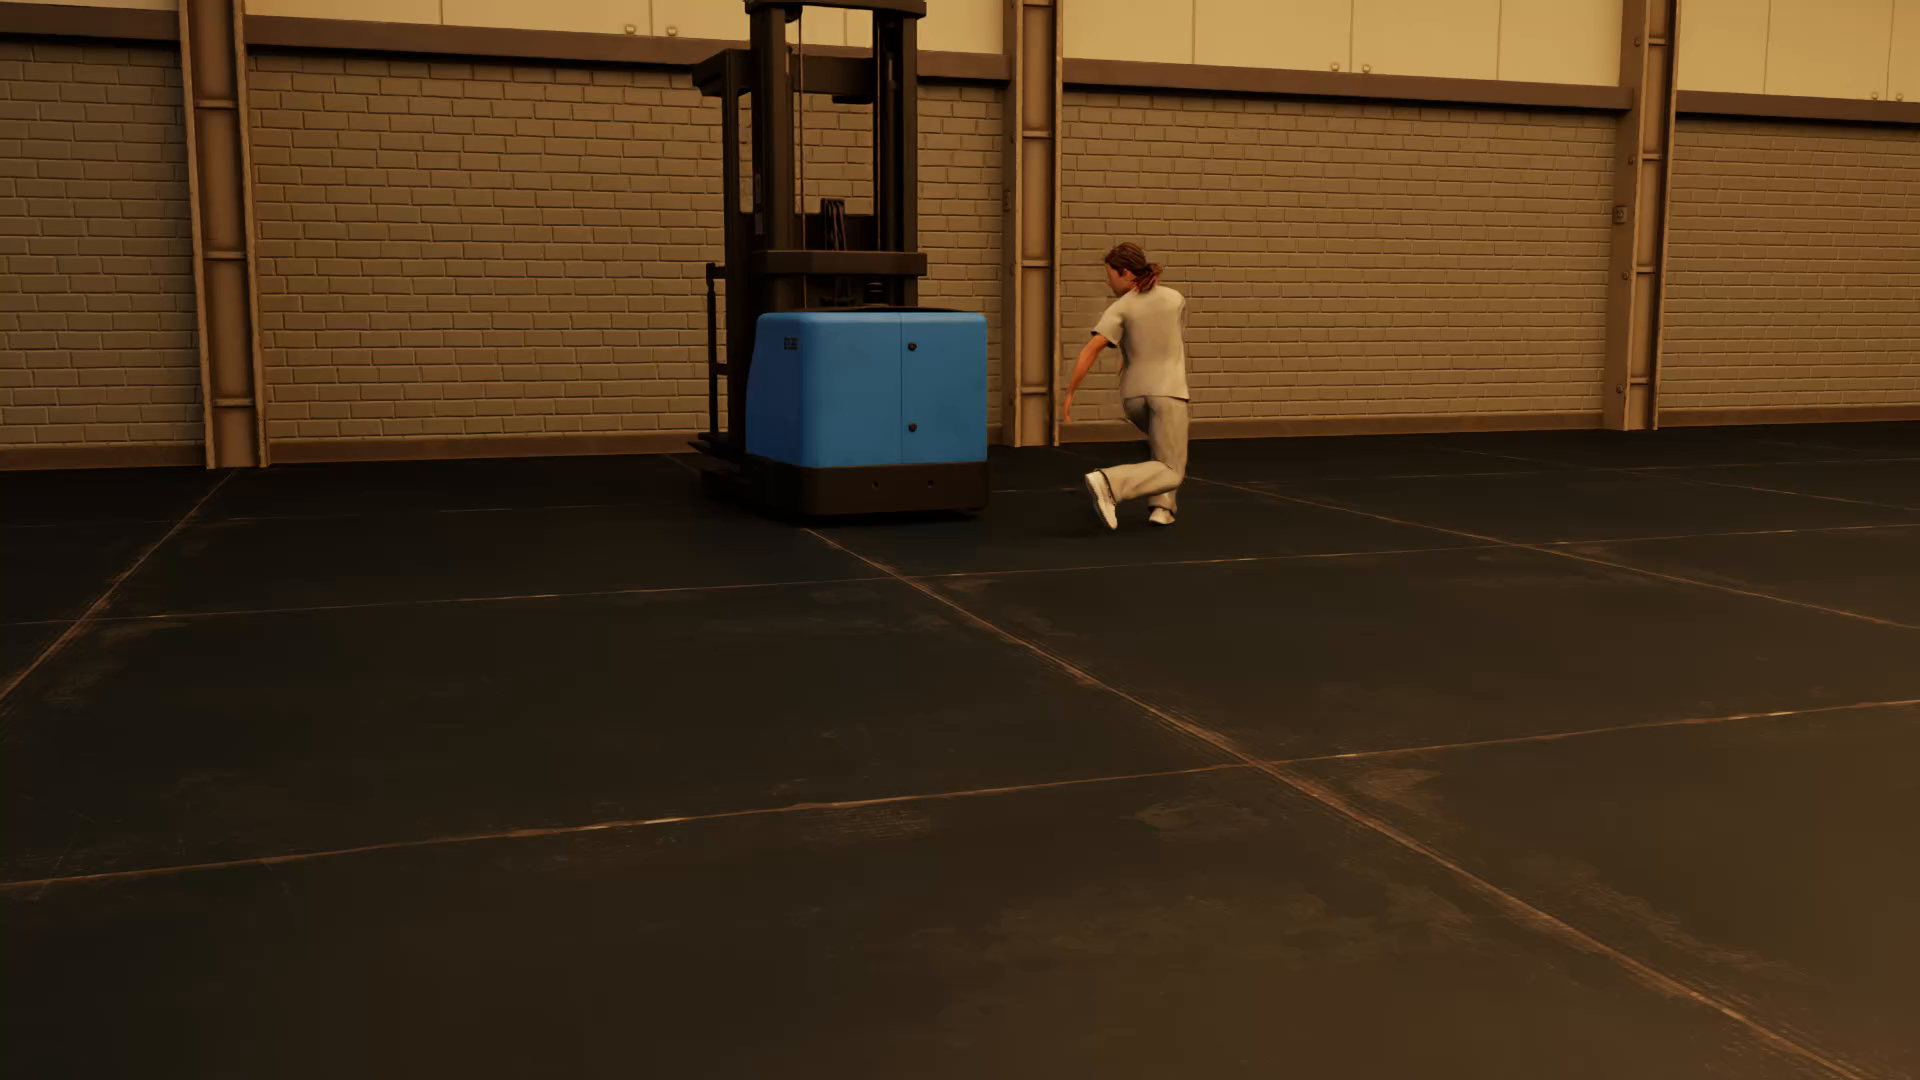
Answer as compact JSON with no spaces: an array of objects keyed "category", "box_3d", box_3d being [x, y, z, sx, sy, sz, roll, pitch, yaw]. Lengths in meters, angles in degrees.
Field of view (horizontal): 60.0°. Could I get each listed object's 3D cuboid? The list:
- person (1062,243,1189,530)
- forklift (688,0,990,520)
[{"category":"person","box_3d":[0.859,-0.753,8.314,0.576,1.453,0.867,3,8,24]},{"category":"forklift","box_3d":[-0.894,-1.712,9.638,1.130,2.935,3.031,-3,8,-23]}]
